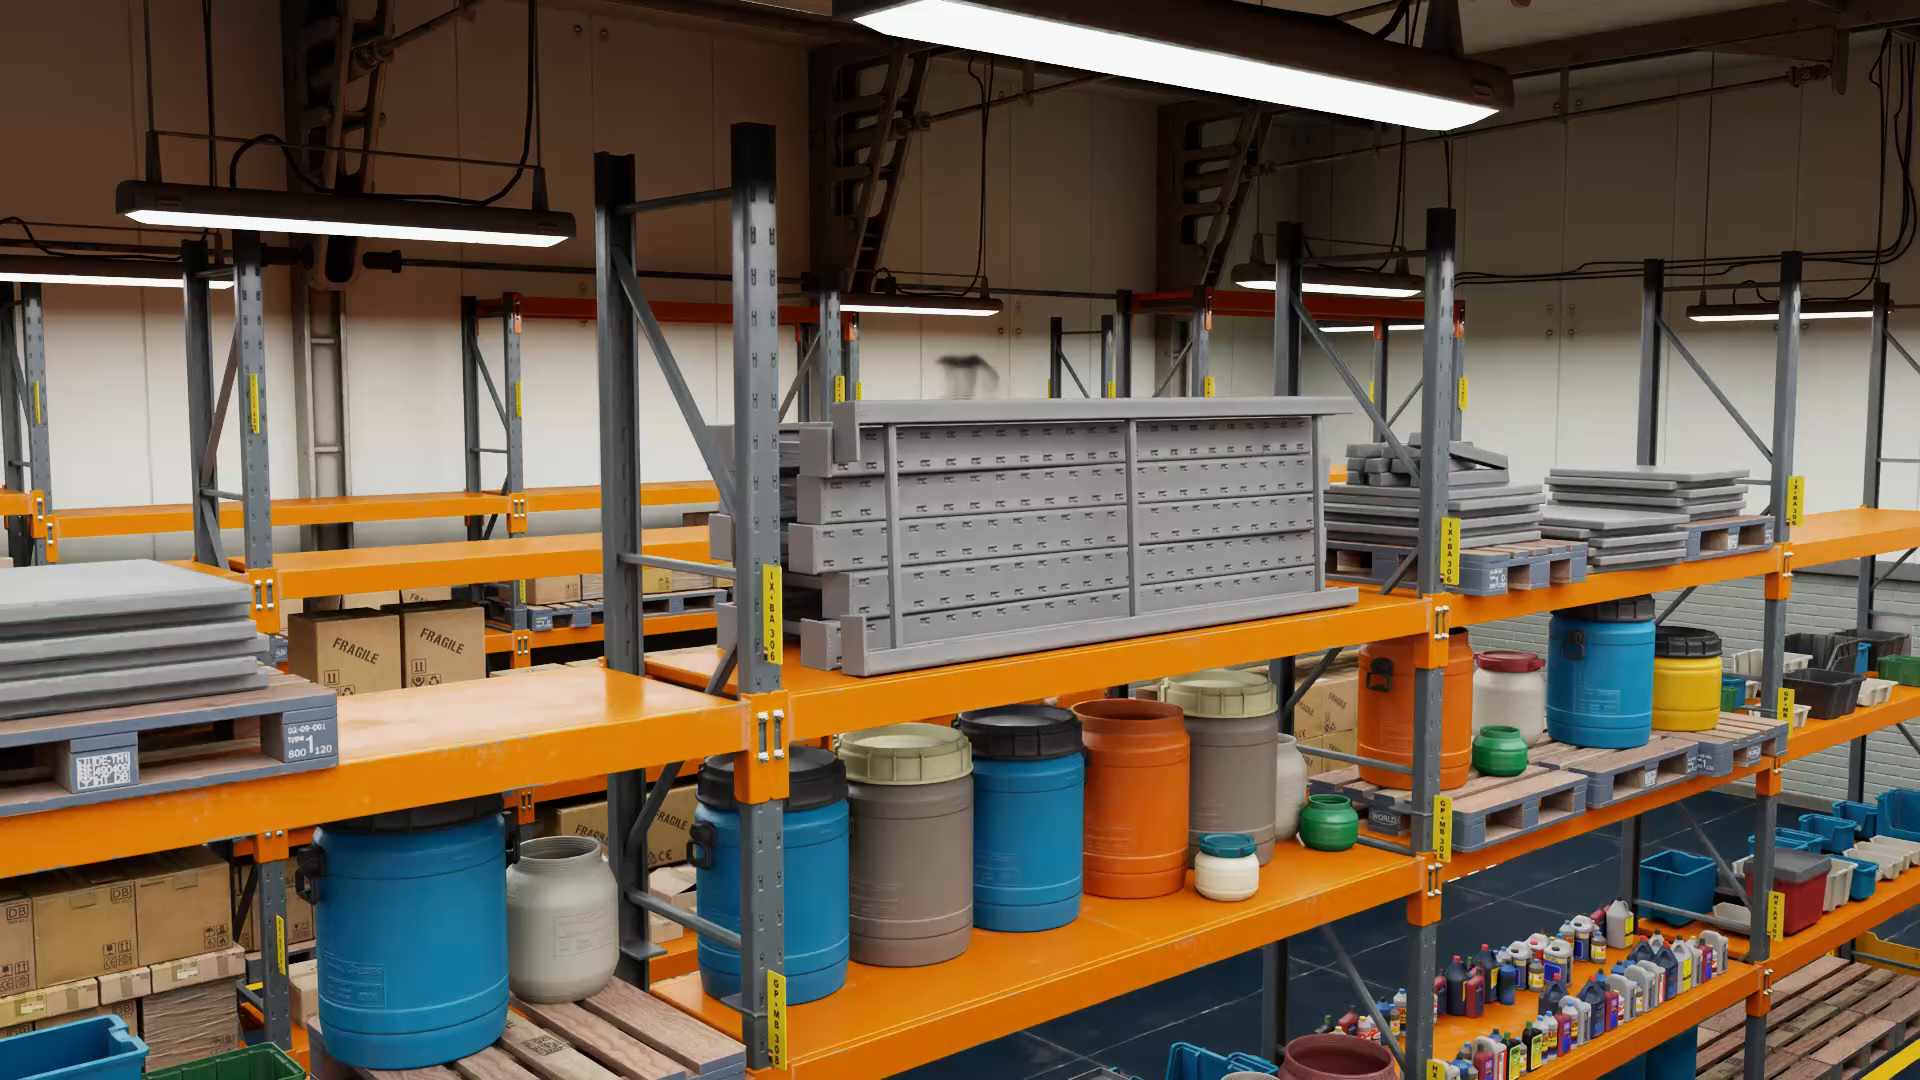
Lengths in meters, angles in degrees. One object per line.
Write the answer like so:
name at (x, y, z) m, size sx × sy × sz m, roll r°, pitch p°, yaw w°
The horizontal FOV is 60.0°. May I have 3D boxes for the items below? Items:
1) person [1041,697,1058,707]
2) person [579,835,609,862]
person at (1.003, 2.572, 18.406) m, size 0.757 × 1.736 × 0.590 m, roll 5°, pitch 7°, yaw 43°
person at (-2.741, 3.142, 13.534) m, size 0.961 × 1.579 × 0.643 m, roll -3°, pitch 6°, yaw -31°
